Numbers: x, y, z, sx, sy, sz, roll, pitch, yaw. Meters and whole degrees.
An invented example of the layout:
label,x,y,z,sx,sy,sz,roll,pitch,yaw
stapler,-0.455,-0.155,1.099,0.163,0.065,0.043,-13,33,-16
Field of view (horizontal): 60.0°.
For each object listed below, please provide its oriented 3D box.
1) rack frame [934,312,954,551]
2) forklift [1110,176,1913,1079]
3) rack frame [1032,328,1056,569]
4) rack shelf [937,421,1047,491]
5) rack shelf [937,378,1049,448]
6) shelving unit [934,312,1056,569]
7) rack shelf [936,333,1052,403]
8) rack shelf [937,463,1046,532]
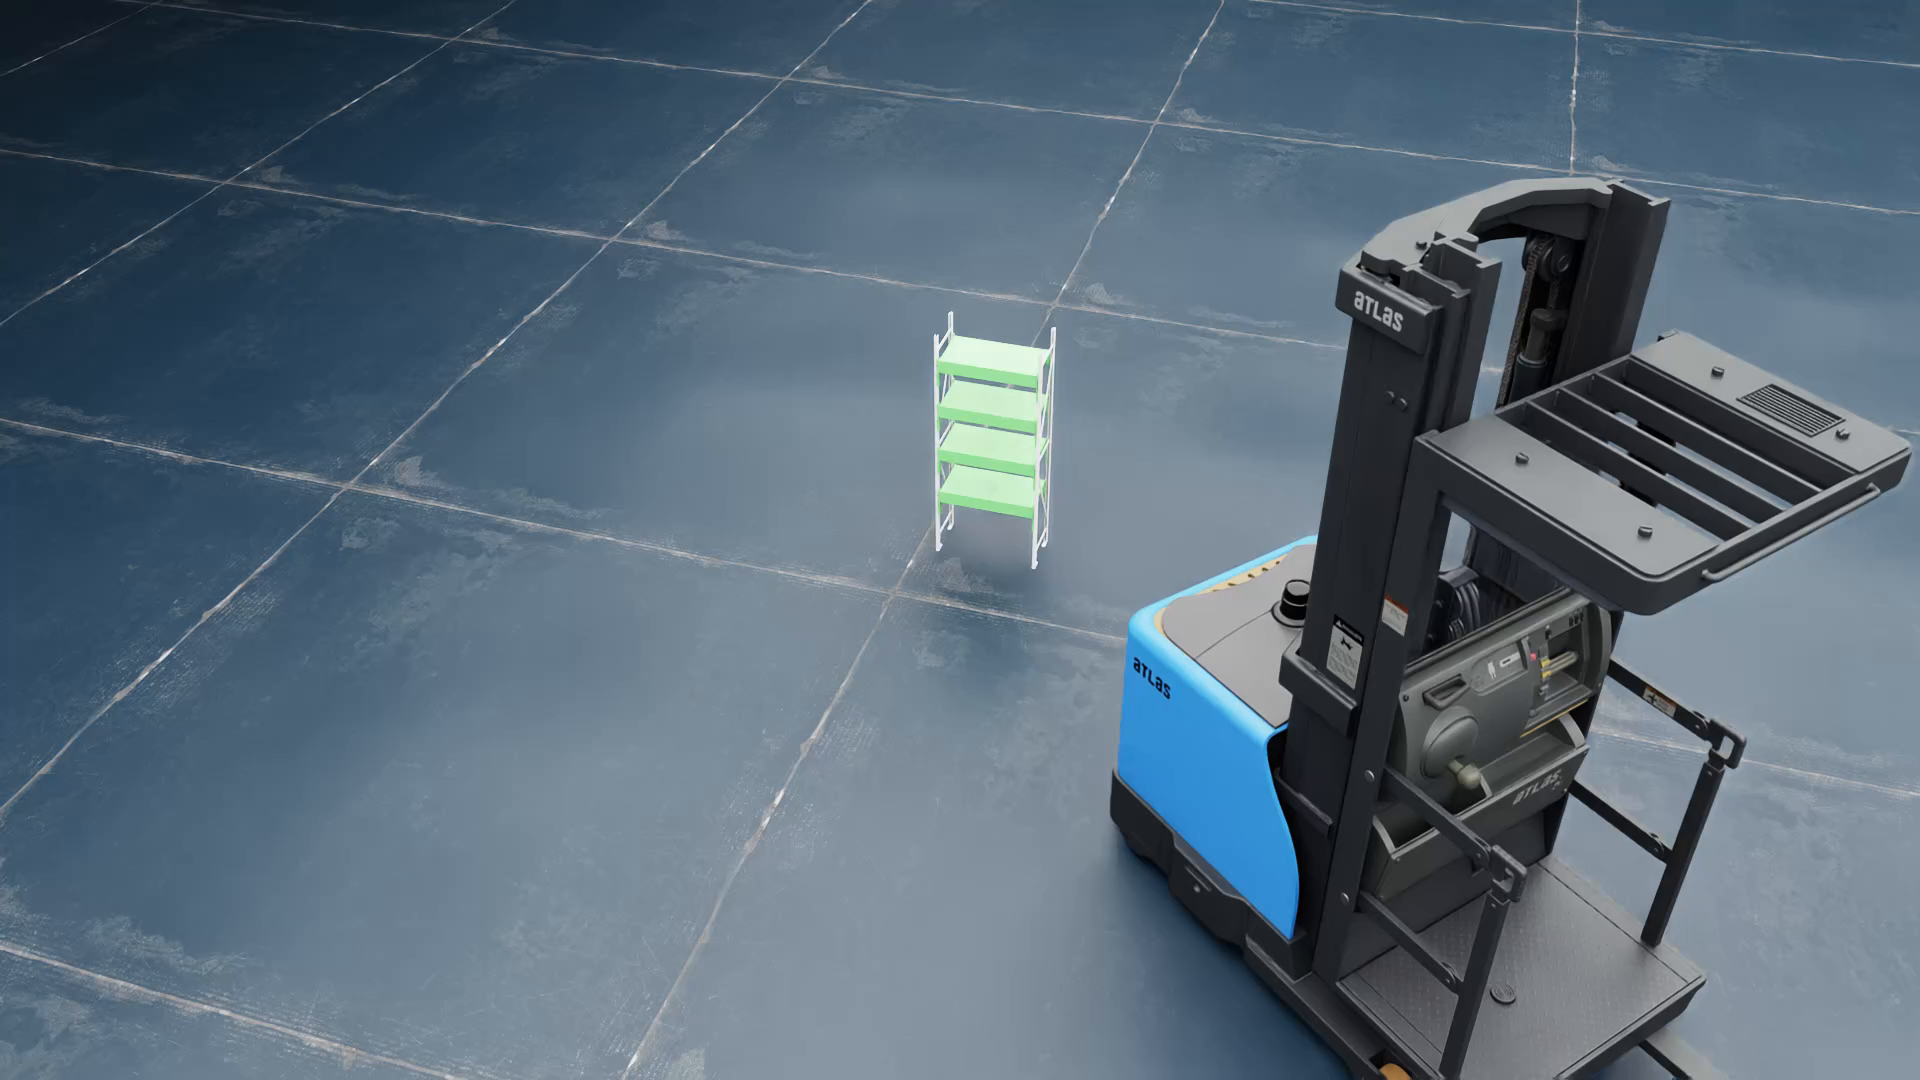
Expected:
label,x,y,z,sx,sy,sz,roll,pitch,yaw
rack frame,-0.075,-0.497,7.913,0.015,1.200,0.240,10,38,14
forklift,1.829,0.528,5.060,1.130,2.935,3.031,-21,41,-26
rack frame,0.391,-0.411,7.796,0.015,1.200,0.240,10,38,14
rack shelf,0.158,-0.402,7.892,0.480,0.148,0.258,10,38,14
rack shelf,0.158,-0.596,7.750,0.480,0.148,0.258,10,38,14
shelving unit,0.158,-0.454,7.855,0.503,1.200,0.258,10,38,14
rack shelf,0.158,-0.789,7.608,0.480,0.148,0.258,10,38,14
rack shelf,0.158,-0.209,8.035,0.480,0.148,0.258,10,38,14
